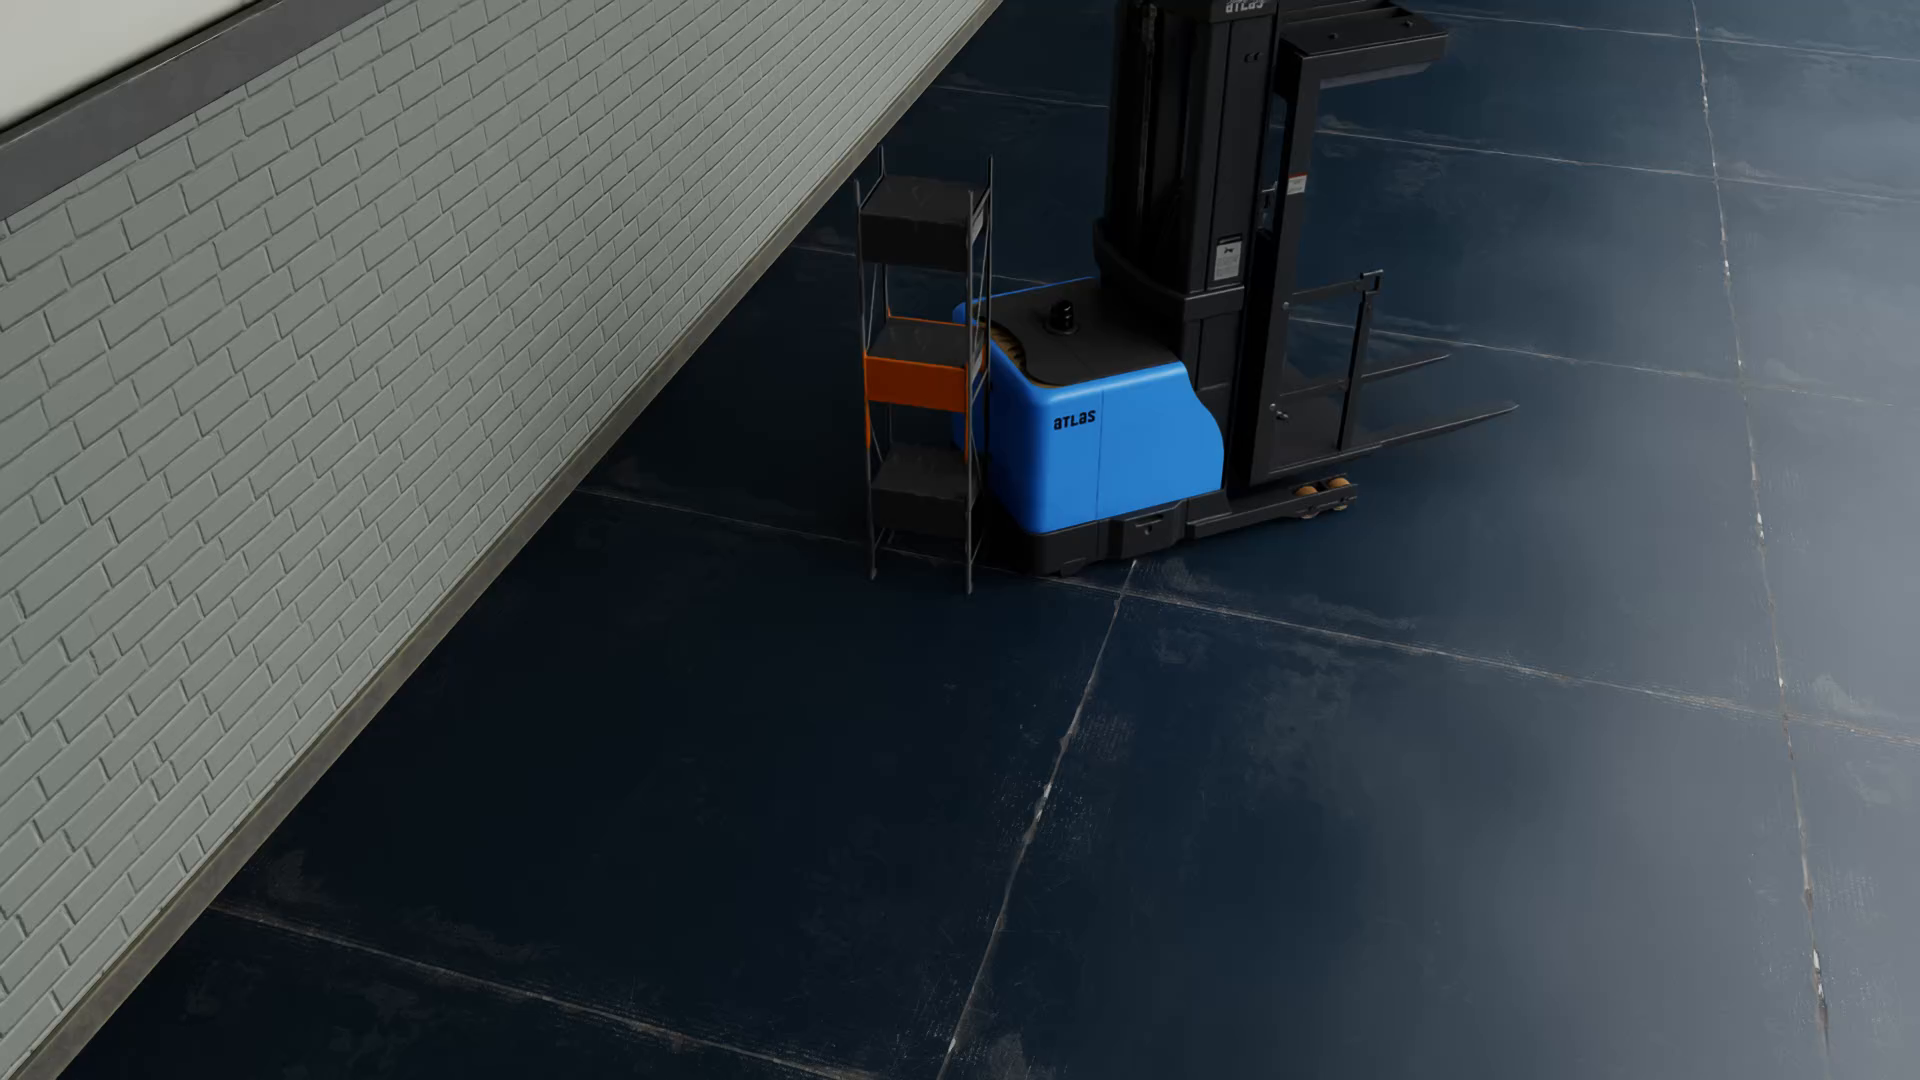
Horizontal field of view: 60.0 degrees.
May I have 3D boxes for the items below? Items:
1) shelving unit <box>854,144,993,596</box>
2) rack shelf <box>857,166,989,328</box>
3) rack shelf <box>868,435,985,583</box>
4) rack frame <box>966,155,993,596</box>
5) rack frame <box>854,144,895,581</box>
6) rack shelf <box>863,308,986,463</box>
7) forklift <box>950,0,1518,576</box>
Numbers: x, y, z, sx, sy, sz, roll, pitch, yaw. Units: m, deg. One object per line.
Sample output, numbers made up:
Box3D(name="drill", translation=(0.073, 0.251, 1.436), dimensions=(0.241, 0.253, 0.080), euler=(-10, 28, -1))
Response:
Box3D(name="shelving unit", translation=(-0.151, -0.726, 7.650), dimensions=(0.503, 2.100, 0.431), euler=(8, 37, 11))
Box3D(name="rack shelf", translation=(-0.151, -1.279, 7.243), dimensions=(0.480, 0.518, 0.431), euler=(8, 37, 11))
Box3D(name="rack shelf", translation=(-0.151, -0.151, 8.073), dimensions=(0.480, 0.518, 0.431), euler=(8, 37, 11))
Box3D(name="rack frame", translation=(0.086, -0.691, 7.603), dimensions=(0.015, 2.100, 0.400), euler=(8, 37, 11))
Box3D(name="rack frame", translation=(-0.388, -0.761, 7.698), dimensions=(0.015, 2.100, 0.400), euler=(8, 37, 11))
Box3D(name="rack shelf", translation=(-0.151, -0.715, 7.658), dimensions=(0.480, 0.518, 0.431), euler=(8, 37, 11))
Box3D(name="forklift", translation=(1.514, -1.565, 8.088), dimensions=(3.031, 2.935, 1.130), euler=(-14, 39, -18))
